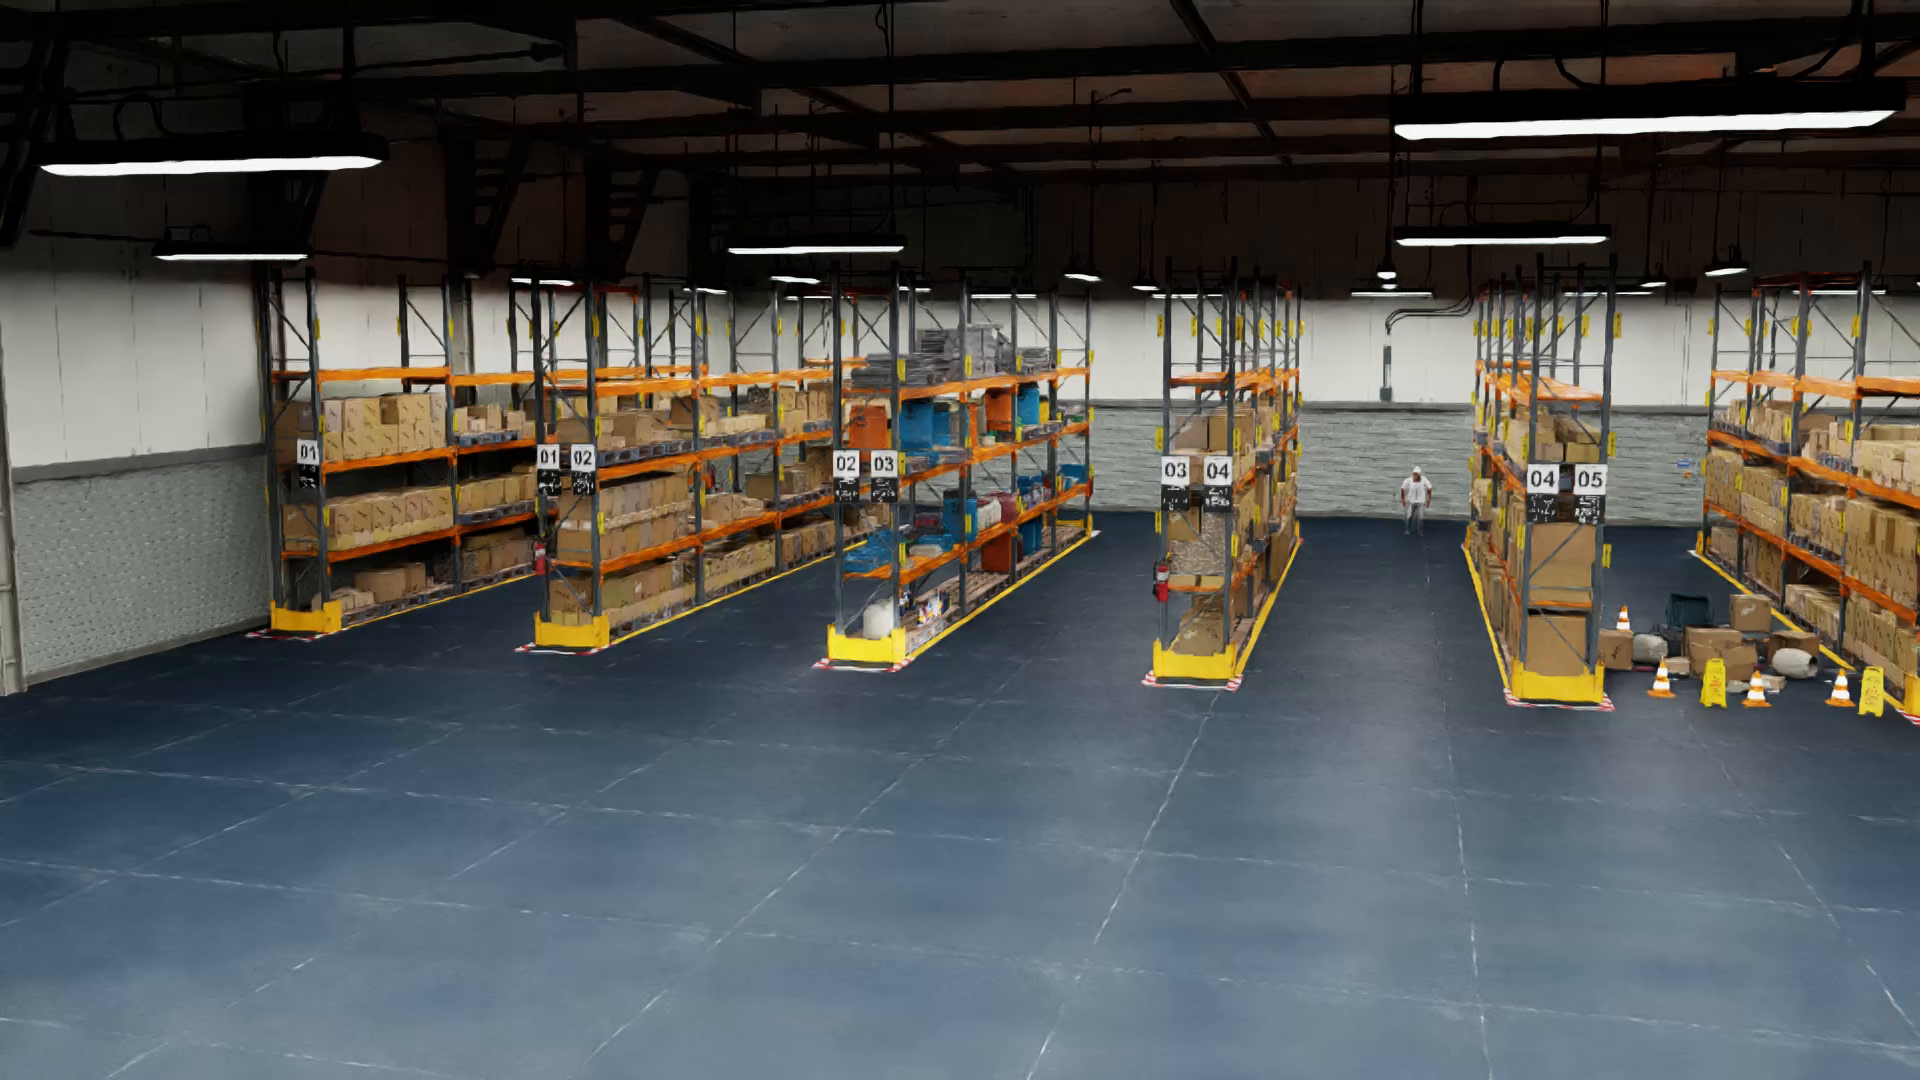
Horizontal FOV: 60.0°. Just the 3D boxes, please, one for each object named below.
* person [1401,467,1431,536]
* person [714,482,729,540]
[{"bbox_3d":[10.993,-0.926,40.119,0.719,1.714,0.578,2,7,14],"label":"person"},{"bbox_3d":[-5.221,-0.447,36.308,0.544,1.660,1.111,2,8,18],"label":"person"}]
